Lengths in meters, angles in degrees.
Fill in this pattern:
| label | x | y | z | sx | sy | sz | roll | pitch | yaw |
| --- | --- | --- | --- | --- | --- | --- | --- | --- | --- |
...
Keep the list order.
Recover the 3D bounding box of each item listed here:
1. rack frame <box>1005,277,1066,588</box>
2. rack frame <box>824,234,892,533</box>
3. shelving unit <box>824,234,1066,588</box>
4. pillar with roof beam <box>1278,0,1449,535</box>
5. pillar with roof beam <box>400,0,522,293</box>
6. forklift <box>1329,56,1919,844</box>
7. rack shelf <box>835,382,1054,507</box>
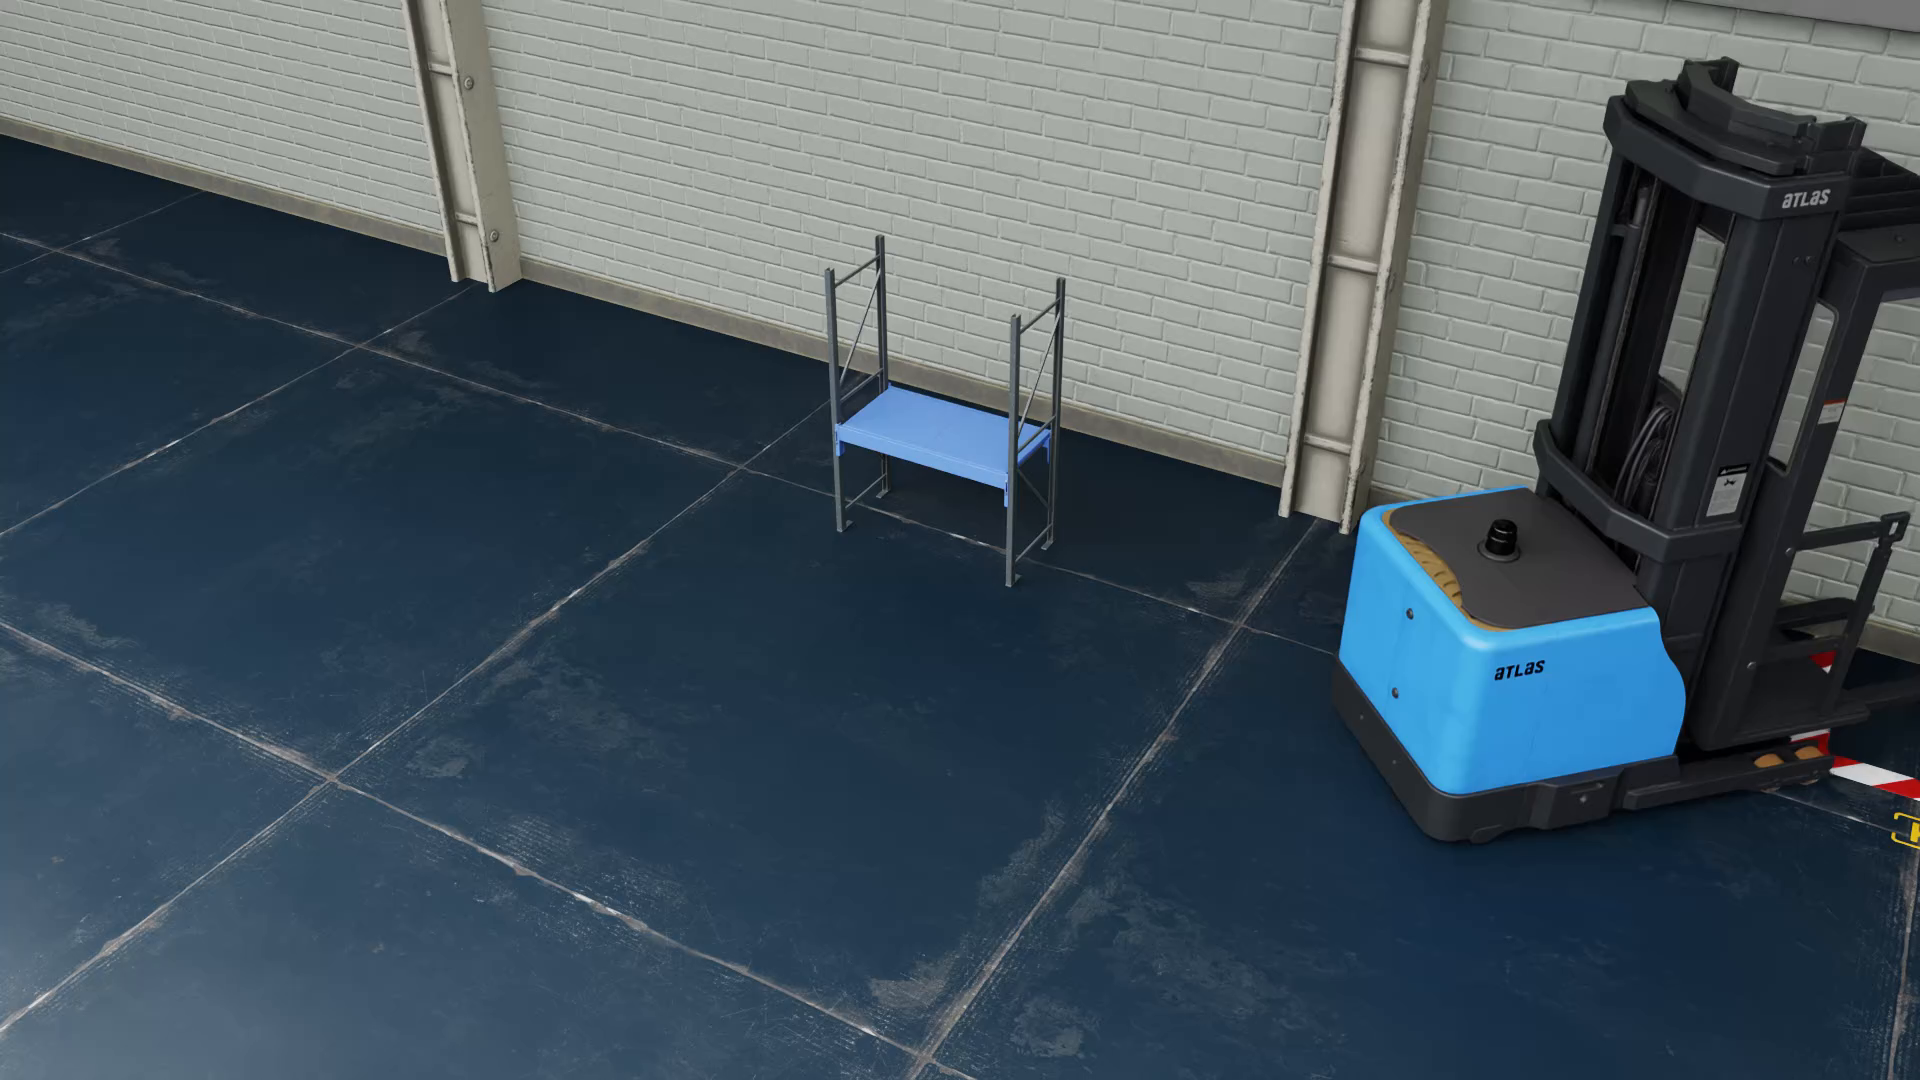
| label | x | y | z | sx | sy | sz | roll | pitch | yaw |
| --- | --- | --- | --- | --- | --- | --- | --- | --- | --- |
| rack frame | 0.367 | -0.508 | 8.160 | 0.032 | 1.500 | 0.500 | 18 | 37 | 24 |
| rack frame | -0.515 | -0.788 | 8.579 | 0.032 | 1.500 | 0.500 | 18 | 37 | 24 |
| shelving unit | -0.074 | -0.648 | 8.370 | 1.048 | 1.500 | 0.538 | 18 | 37 | 24 |
| pillar with roof beam | -0.176 | -1.828 | 3.376 | 0.400 | 9.000 | 9.100 | 18 | 37 | 24 |
| pillar with roof beam | -5.386 | -3.478 | 5.854 | 0.400 | 9.000 | 9.100 | 18 | 37 | 24 |
| forklift | 3.248 | -0.414 | 6.727 | 3.031 | 2.935 | 1.130 | -8 | 35 | -12 |
| rack shelf | -0.074 | -0.498 | 8.469 | 1.000 | 0.185 | 0.538 | 18 | 37 | 24 |
